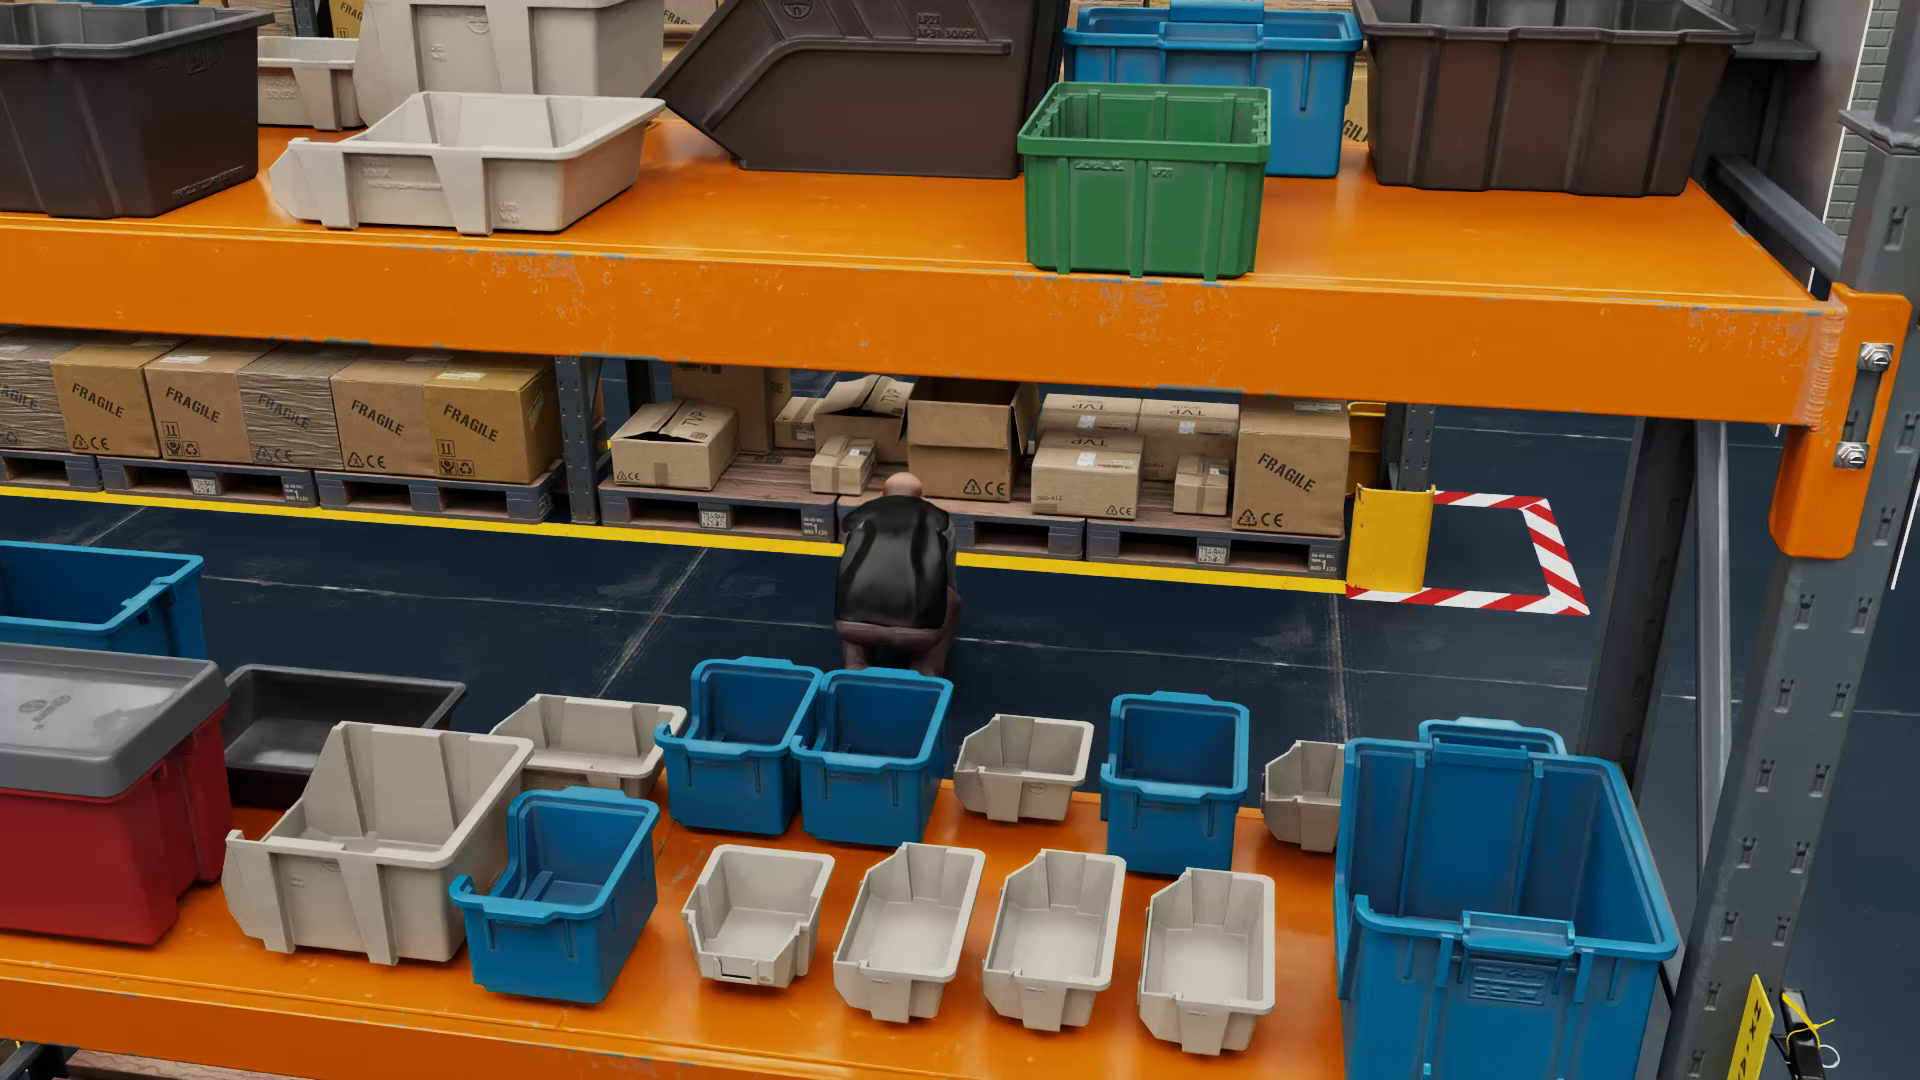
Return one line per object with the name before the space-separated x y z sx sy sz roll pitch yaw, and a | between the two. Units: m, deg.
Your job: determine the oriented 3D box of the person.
person | -0.254 0.243 6.847 0.518 0.823 0.919 4 25 8
